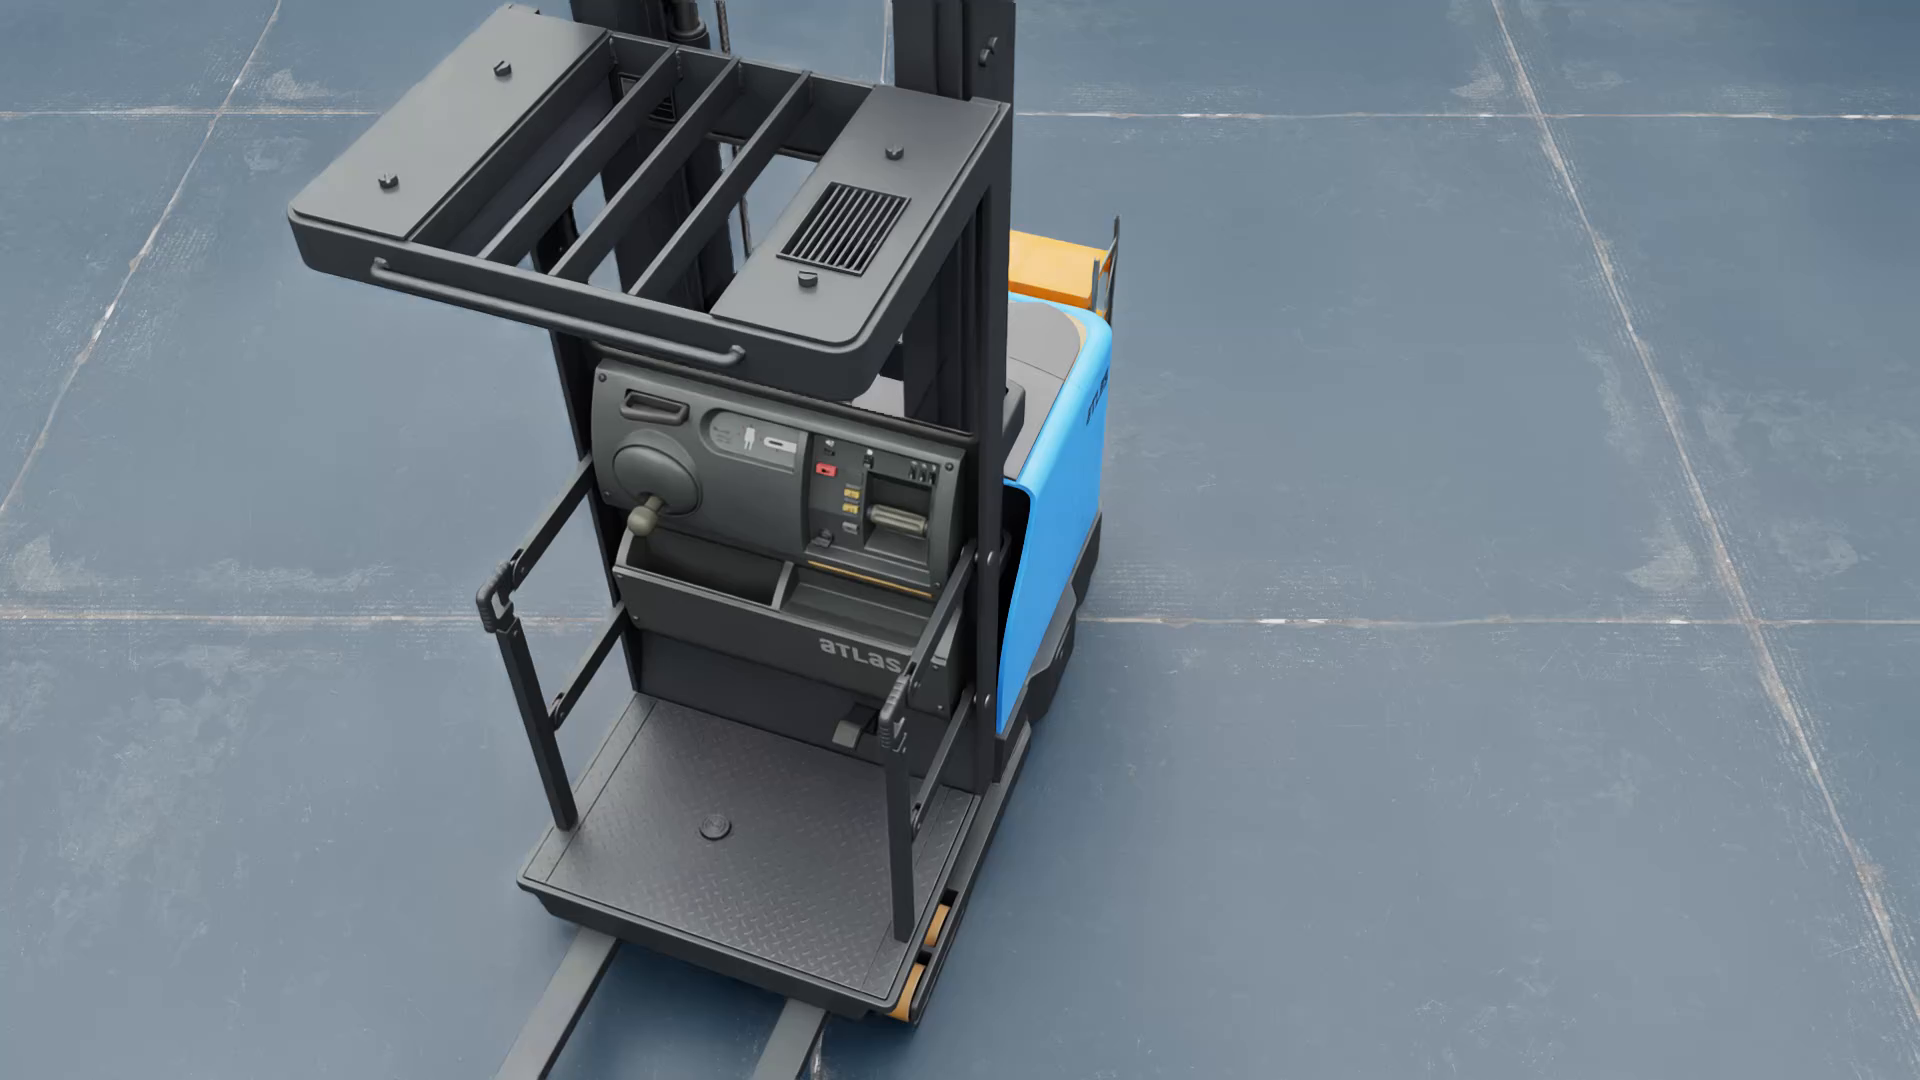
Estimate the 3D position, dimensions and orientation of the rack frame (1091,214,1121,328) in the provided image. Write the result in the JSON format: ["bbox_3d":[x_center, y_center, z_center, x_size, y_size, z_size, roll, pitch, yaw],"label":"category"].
[{"bbox_3d":[0.439,-0.492,5.388,0.015,1.200,0.240,15,49,14],"label":"rack frame"}]

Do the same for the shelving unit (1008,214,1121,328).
[{"bbox_3d":[0.210,-0.553,5.445,0.503,1.200,0.258,15,49,14],"label":"shelving unit"}]

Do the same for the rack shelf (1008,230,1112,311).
[{"bbox_3d":[0.210,-0.821,5.158,0.480,0.148,0.258,15,49,14],"label":"rack shelf"}]

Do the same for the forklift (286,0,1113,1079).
[{"bbox_3d":[-0.517,-0.042,3.787,1.130,2.935,3.031,15,49,14],"label":"forklift"}]

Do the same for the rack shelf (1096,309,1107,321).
[{"bbox_3d":[0.210,-0.660,5.331,0.480,0.148,0.258,15,49,14],"label":"rack shelf"}]
